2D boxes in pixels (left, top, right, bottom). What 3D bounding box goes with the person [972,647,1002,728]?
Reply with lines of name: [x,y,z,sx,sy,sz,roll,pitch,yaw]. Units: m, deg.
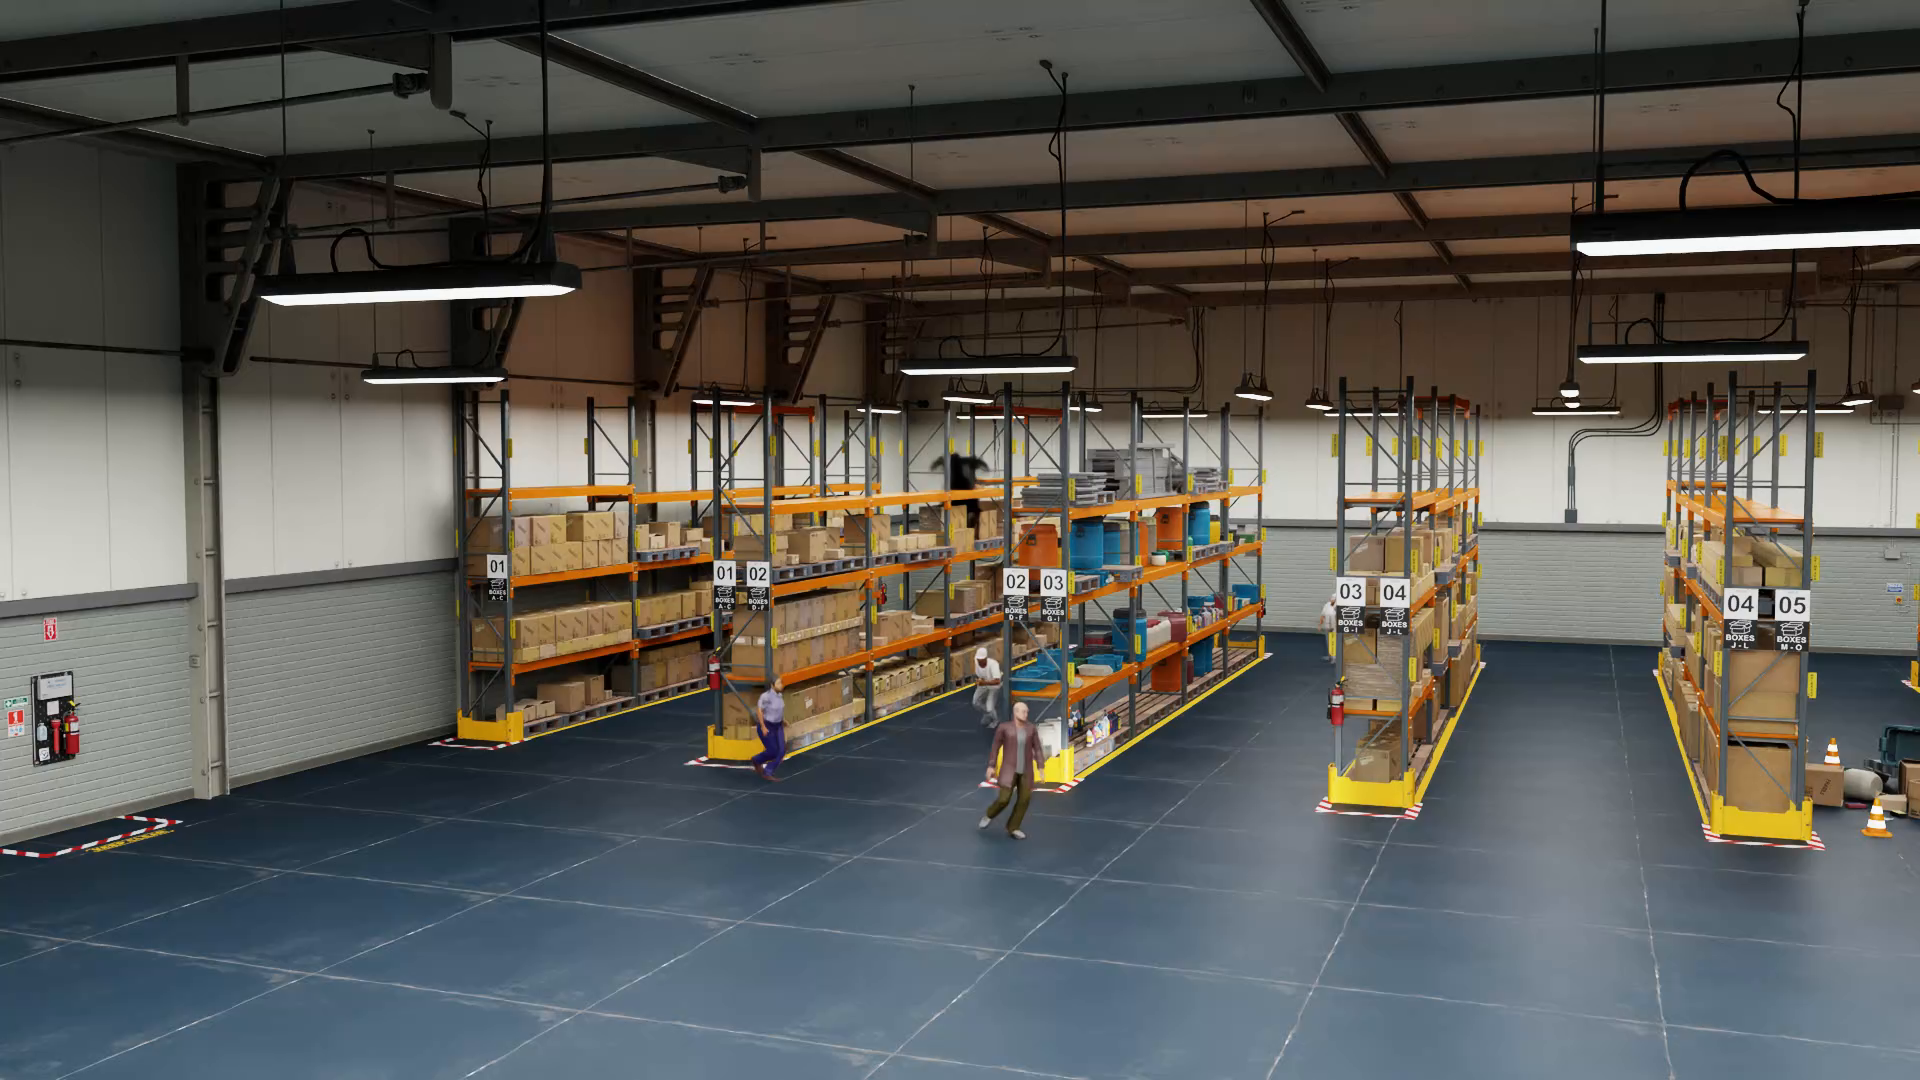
person: [0.472,2.612,29.370,0.731,1.511,1.013,2,4,33]

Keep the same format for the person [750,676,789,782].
person: [-2.903,2.845,25.064,0.565,1.572,0.602,2,4,33]

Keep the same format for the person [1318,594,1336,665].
person: [8.699,2.054,38.929,0.643,1.623,0.839,2,4,38]

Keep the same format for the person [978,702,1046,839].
person: [0.654,2.949,21.392,0.817,1.737,0.615,-1,3,-18]
